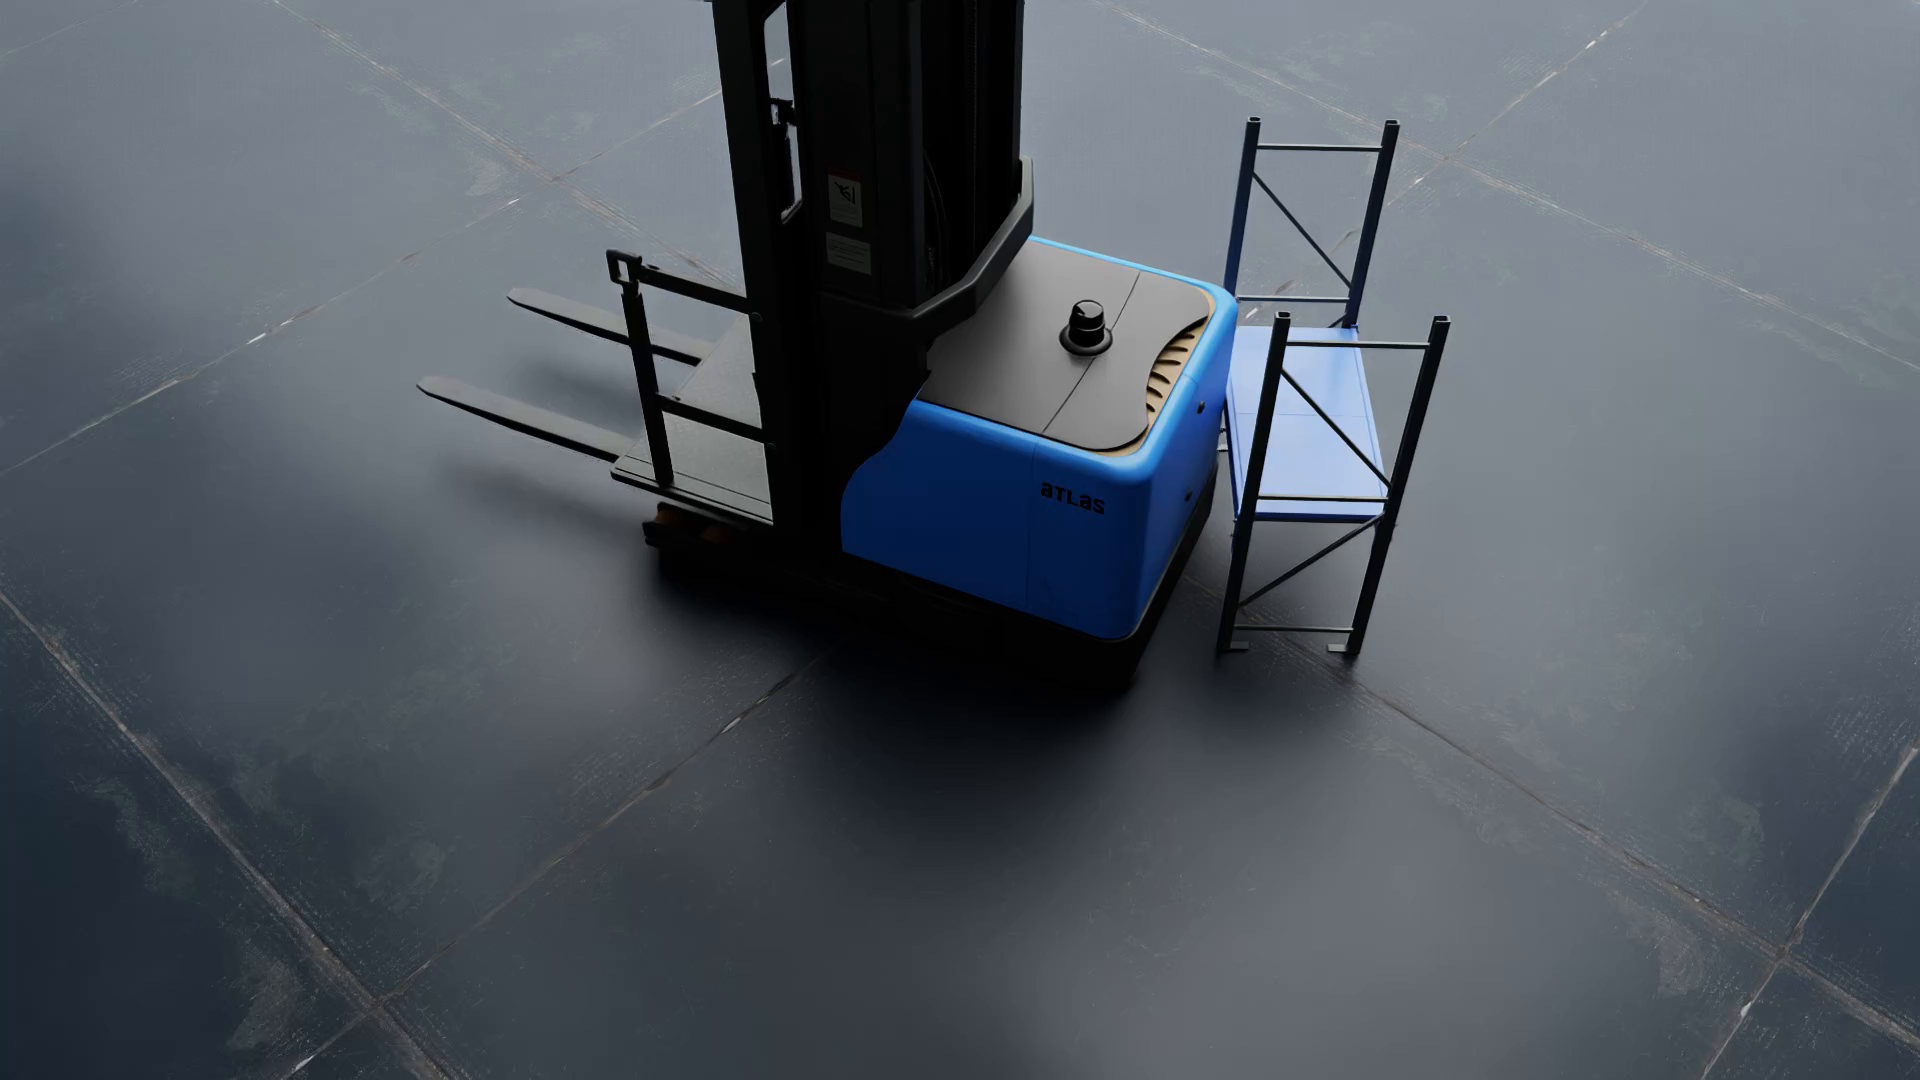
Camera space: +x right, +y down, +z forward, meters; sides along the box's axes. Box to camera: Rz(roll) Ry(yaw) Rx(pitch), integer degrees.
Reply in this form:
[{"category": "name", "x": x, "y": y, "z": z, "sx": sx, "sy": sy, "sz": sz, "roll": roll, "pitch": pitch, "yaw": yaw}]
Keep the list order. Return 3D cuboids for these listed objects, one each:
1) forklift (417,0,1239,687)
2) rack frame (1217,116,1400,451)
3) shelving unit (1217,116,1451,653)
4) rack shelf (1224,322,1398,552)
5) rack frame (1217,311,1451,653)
[{"category": "forklift", "x": -0.613, "y": -1.226, "z": 5.391, "sx": 3.031, "sy": 2.935, "sz": 1.130, "roll": 18, "pitch": 49, "yaw": 16}, {"category": "rack frame", "x": 1.201, "y": -0.872, "z": 6.040, "sx": 0.500, "sy": 1.500, "sz": 0.032, "roll": 2, "pitch": 47, "yaw": 1}, {"category": "shelving unit", "x": 1.182, "y": -0.502, "z": 5.692, "sx": 0.538, "sy": 1.500, "sz": 1.048, "roll": 2, "pitch": 47, "yaw": 1}, {"category": "rack shelf", "x": 1.182, "y": -0.378, "z": 5.823, "sx": 0.538, "sy": 0.185, "sz": 1.000, "roll": 2, "pitch": 47, "yaw": 1}, {"category": "rack frame", "x": 1.163, "y": -0.131, "z": 5.344, "sx": 0.500, "sy": 1.500, "sz": 0.032, "roll": 2, "pitch": 47, "yaw": 1}]
